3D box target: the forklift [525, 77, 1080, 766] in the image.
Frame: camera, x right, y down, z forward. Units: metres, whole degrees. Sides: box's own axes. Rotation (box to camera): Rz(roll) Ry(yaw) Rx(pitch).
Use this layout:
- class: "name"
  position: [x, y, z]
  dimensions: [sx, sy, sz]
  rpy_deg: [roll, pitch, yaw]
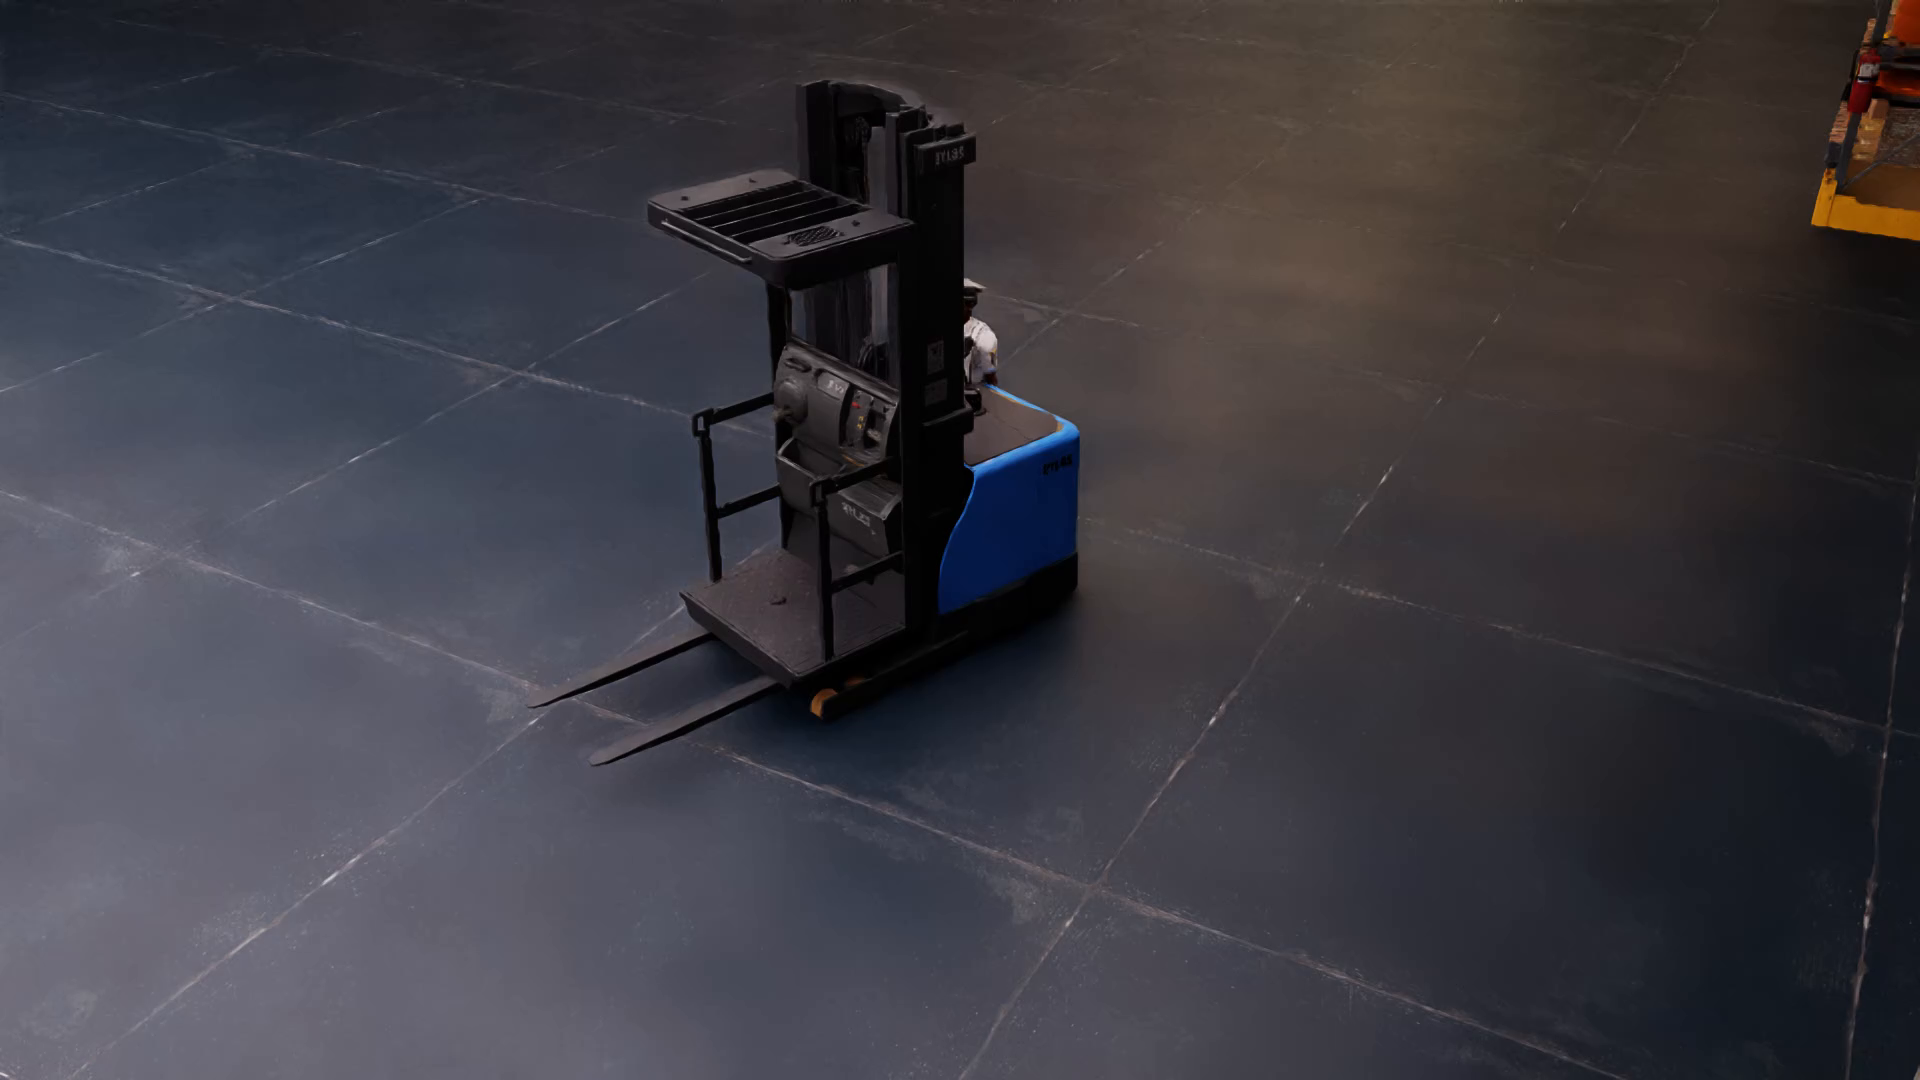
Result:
- class: "forklift"
  position: [-0.783, -0.649, 8.195]
  dimensions: [3.031, 2.935, 1.130]
  rpy_deg: [-24, 37, -35]

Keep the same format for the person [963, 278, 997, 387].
- class: "person"
  position: [-0.016, -0.723, 9.569]
  dimensions: [0.446, 1.692, 0.339]
  rpy_deg: [15, 33, 25]
